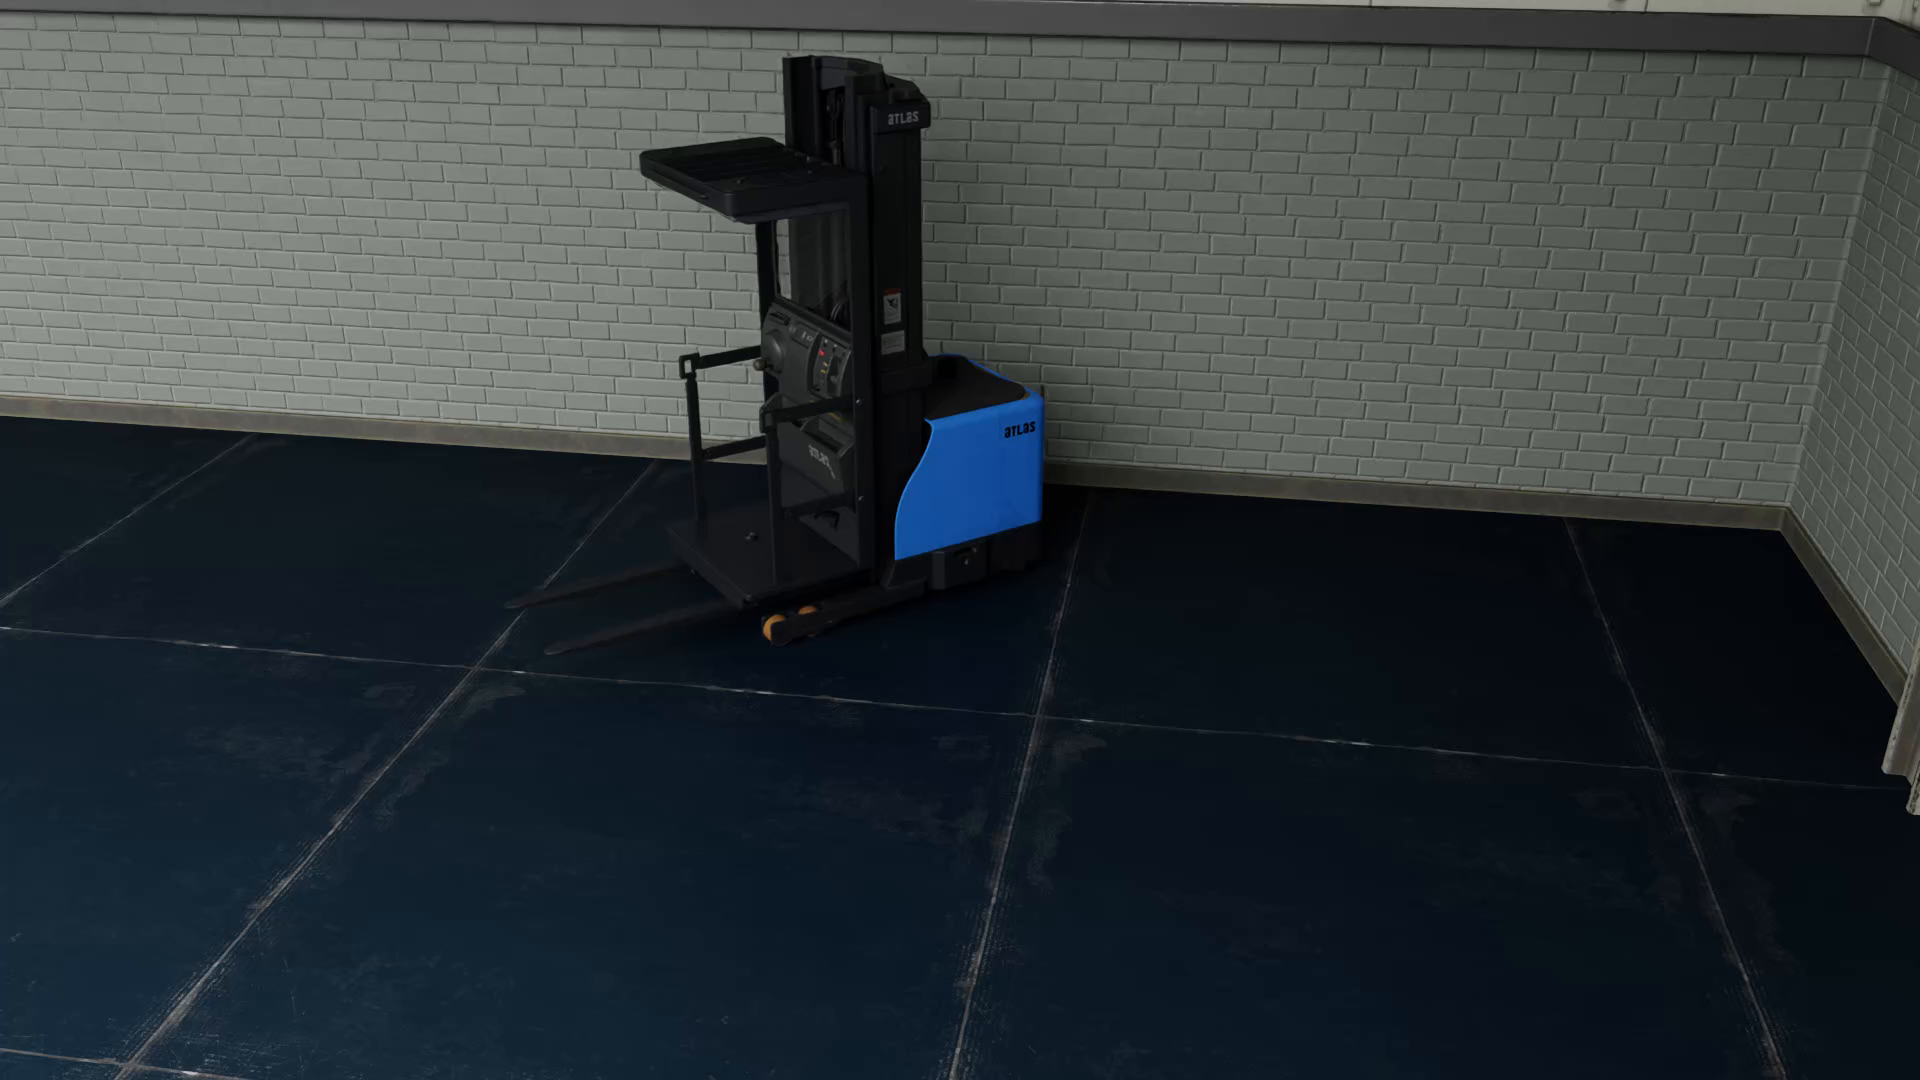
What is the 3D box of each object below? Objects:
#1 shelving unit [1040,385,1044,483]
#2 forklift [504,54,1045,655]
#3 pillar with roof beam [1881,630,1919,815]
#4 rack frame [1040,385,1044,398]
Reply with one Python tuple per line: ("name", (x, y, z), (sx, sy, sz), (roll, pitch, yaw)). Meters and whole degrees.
("shelving unit", (0.377, -0.502, 10.259), (0.258, 0.900, 0.210), (5, 26, 10))
("forklift", (-1.014, -1.009, 8.948), (3.031, 2.935, 1.130), (-15, 29, -29))
("pillar with roof beam", (0.268, -3.197, 6.466), (9.100, 9.000, 0.400), (4, 25, 9))
("rack frame", (0.397, -0.544, 10.349), (0.240, 0.900, 0.006), (5, 26, 10))
